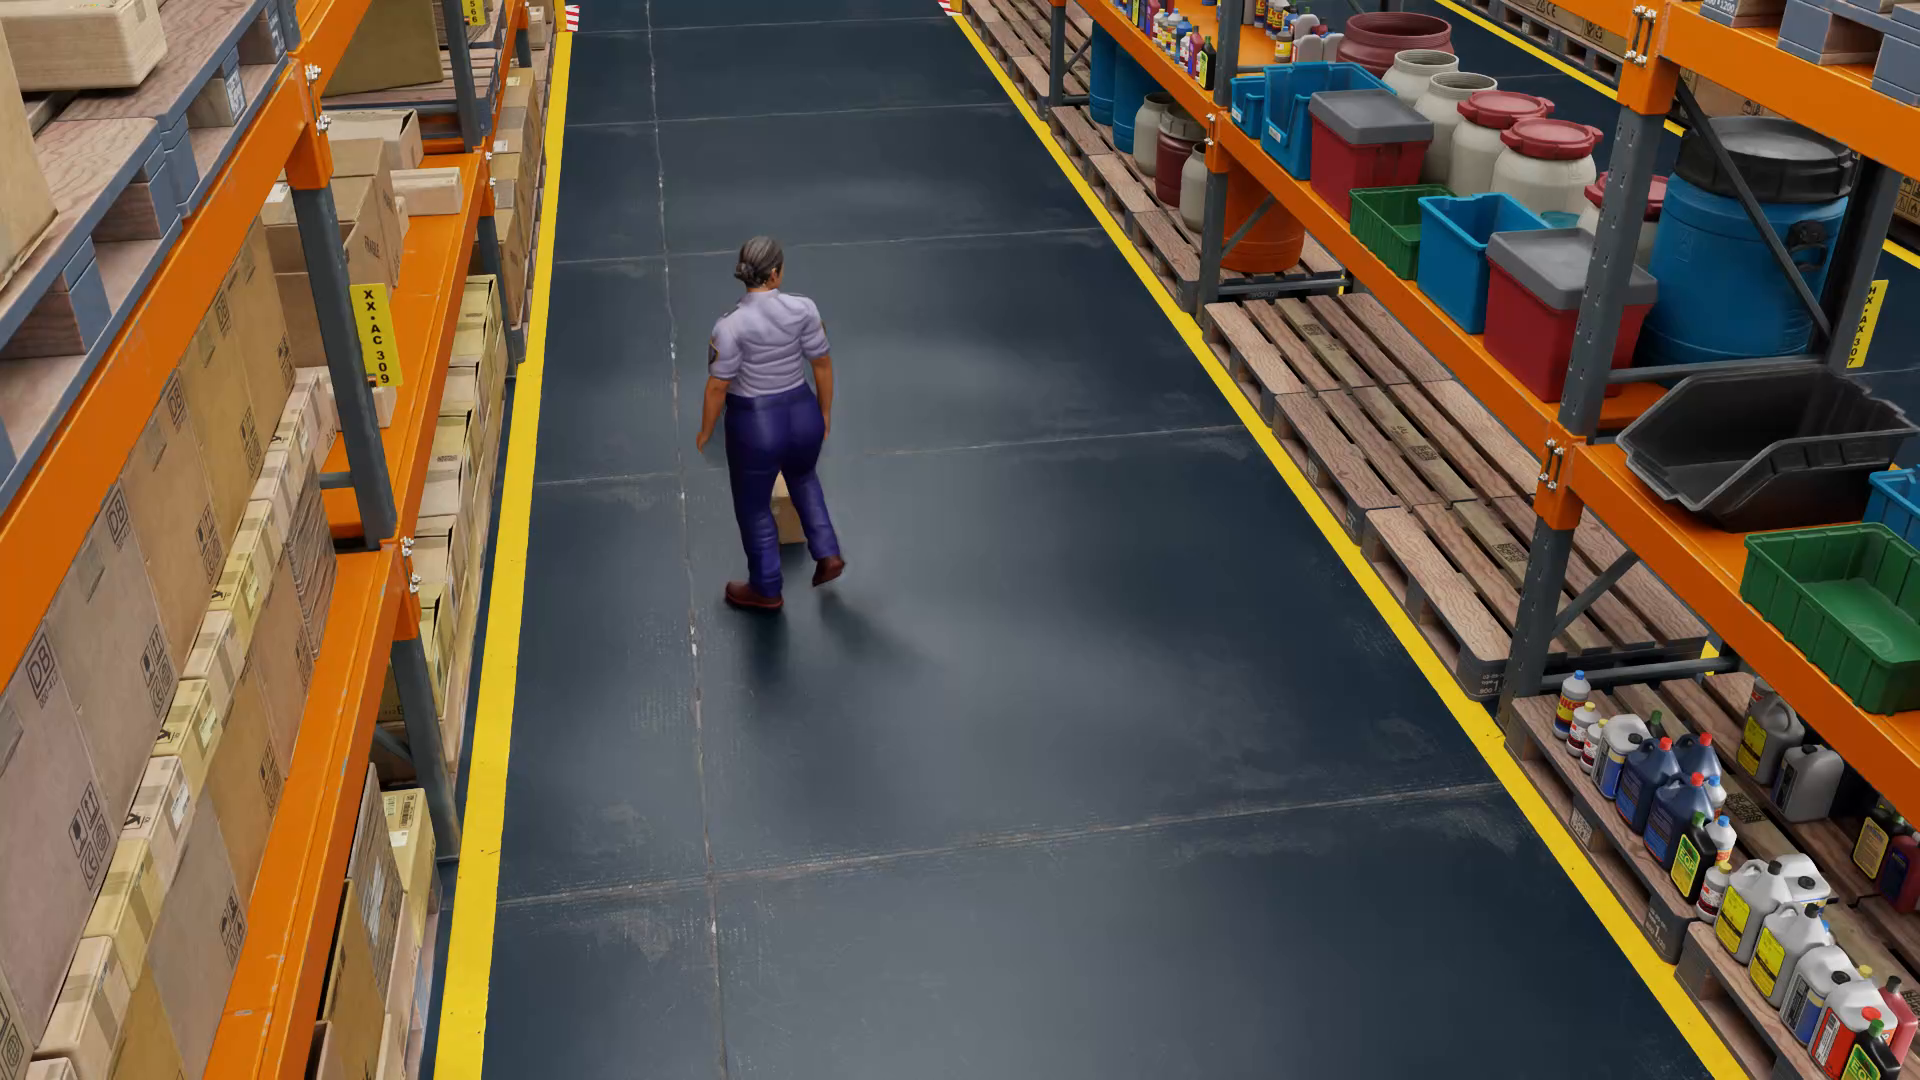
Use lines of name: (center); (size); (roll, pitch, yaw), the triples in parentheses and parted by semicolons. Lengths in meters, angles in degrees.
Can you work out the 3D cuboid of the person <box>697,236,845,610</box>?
person: (-0.775, -0.456, 6.875); (0.542, 1.649, 0.436); (-22, 37, -32)
